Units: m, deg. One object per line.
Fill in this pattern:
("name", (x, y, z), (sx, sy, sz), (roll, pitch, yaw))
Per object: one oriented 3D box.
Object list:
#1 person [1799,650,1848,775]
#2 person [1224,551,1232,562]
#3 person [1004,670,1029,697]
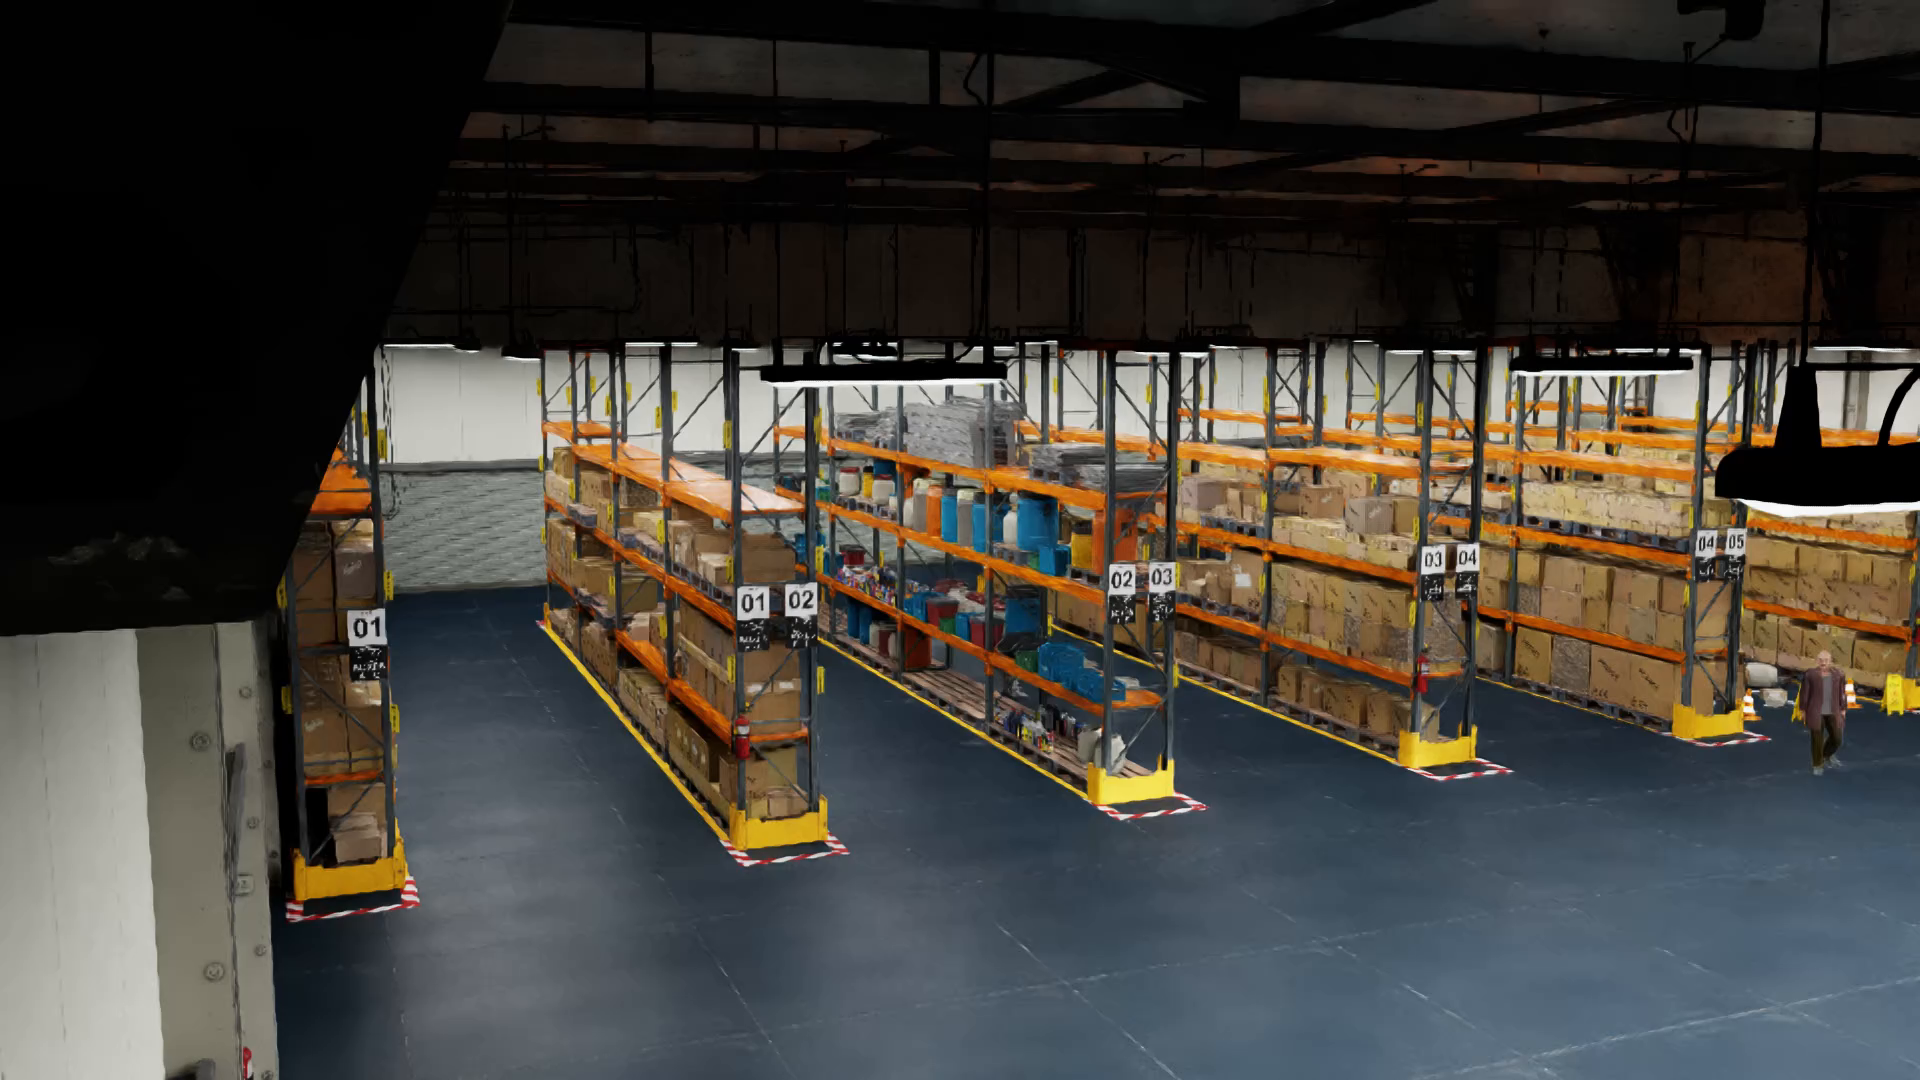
("person", (12.190, 2.408, 23.504), (0.626, 1.771, 0.575), (2, 8, 14))
("person", (7.250, -0.325, 44.494), (0.607, 1.767, 0.632), (2, 8, 13))
("person", (0.956, 1.753, 28.329), (0.480, 1.780, 0.628), (-6, 9, -38))
